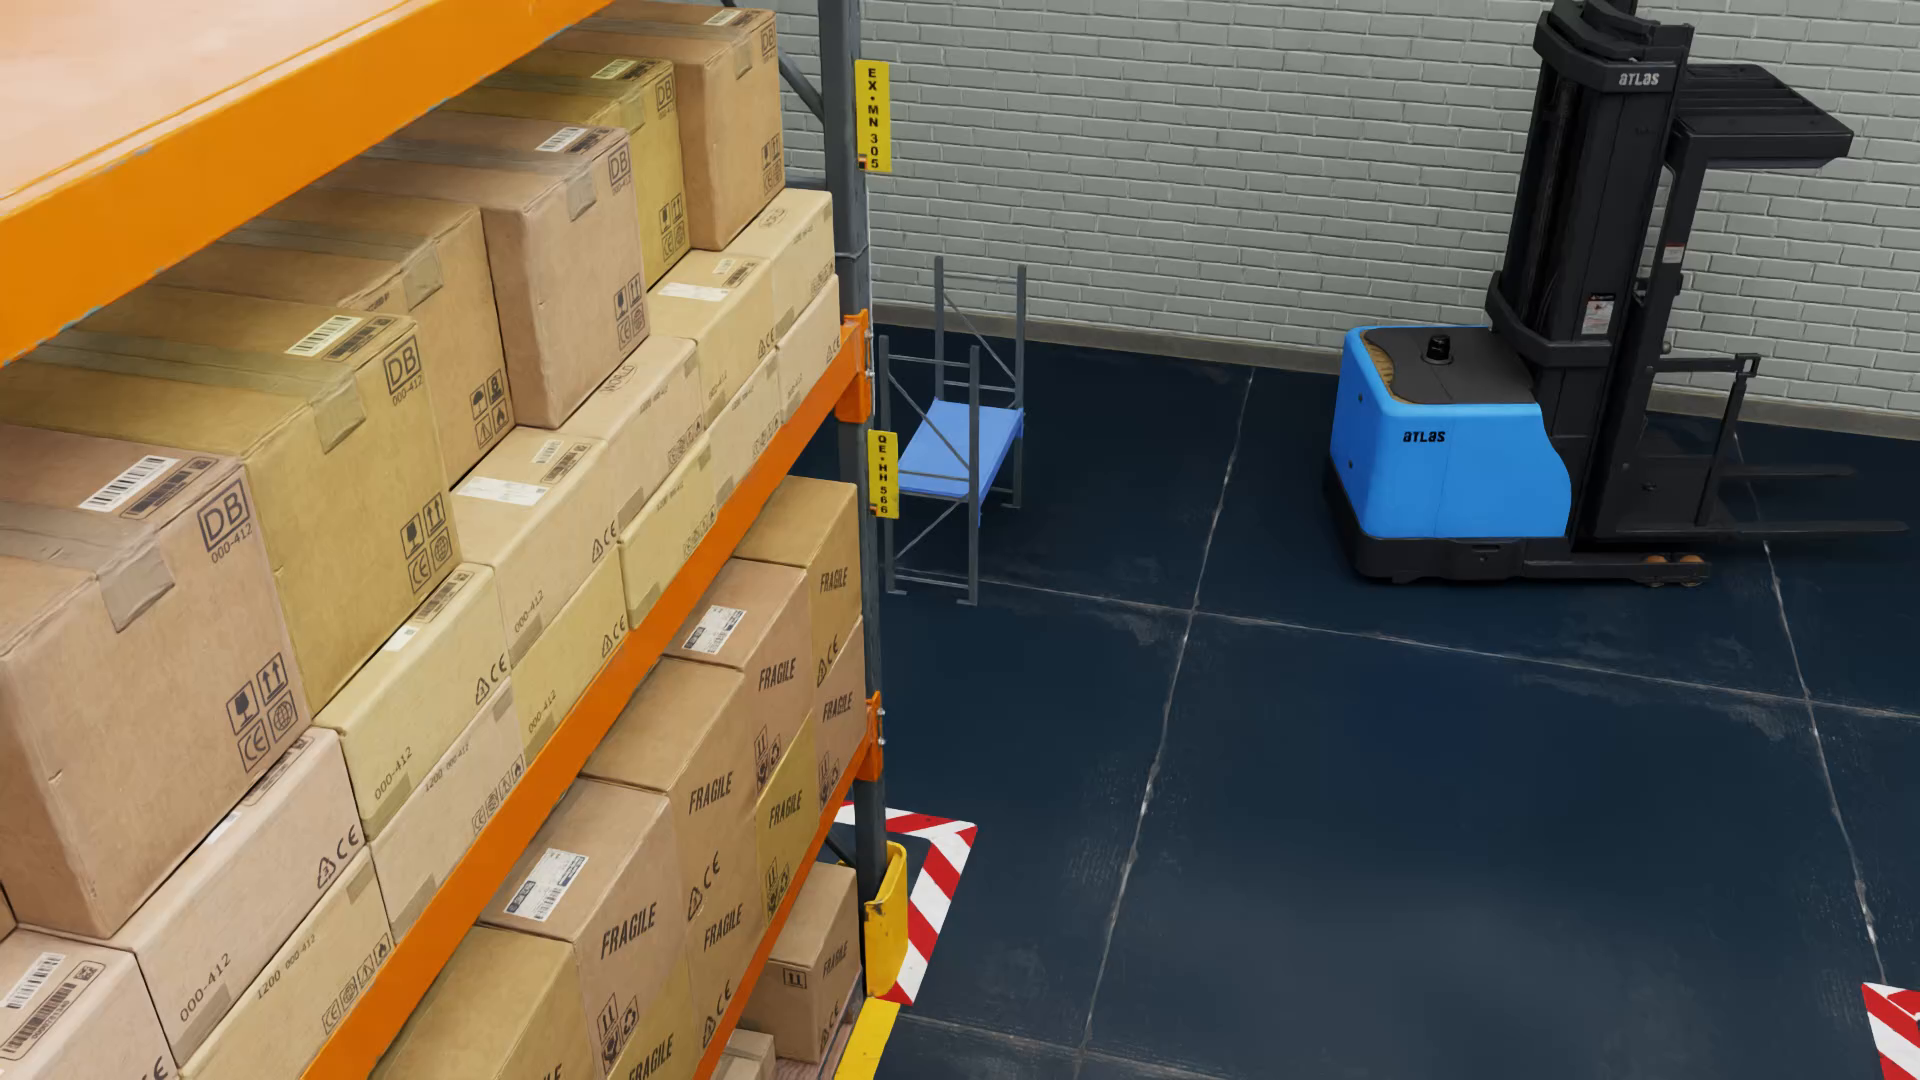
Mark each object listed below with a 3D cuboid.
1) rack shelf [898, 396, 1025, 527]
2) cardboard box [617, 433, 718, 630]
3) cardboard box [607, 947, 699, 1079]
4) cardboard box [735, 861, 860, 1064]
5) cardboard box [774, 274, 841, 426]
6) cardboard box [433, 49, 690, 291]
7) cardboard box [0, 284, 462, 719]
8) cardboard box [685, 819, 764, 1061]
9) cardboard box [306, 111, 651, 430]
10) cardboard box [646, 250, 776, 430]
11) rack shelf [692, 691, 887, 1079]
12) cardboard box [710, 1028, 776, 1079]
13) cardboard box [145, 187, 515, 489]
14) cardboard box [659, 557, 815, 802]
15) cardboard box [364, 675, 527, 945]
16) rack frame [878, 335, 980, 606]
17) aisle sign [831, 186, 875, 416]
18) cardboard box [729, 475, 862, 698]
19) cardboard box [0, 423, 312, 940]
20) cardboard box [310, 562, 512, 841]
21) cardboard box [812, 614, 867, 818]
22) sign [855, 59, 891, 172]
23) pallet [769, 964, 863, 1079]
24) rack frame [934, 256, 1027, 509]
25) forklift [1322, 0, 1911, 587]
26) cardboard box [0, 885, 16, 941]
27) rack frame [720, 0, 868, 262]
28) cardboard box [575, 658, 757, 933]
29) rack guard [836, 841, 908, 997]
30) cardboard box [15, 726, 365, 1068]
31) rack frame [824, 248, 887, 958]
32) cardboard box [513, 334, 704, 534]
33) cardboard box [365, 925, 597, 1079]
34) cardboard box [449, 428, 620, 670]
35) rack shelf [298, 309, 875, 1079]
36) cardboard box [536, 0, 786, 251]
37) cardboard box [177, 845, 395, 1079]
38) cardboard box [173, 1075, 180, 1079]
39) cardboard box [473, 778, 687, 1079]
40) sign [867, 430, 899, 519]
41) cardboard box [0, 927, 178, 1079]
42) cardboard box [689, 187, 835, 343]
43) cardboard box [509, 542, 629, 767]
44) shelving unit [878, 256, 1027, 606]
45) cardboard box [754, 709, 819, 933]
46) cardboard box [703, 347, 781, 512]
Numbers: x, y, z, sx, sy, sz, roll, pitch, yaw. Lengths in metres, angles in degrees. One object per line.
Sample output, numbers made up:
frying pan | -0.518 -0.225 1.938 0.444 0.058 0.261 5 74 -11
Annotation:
rack shelf | -0.022 -0.437 8.944 0.538 0.185 1.000 8 33 12
cardboard box | -0.911 -0.060 3.962 0.500 0.250 0.500 8 33 12
cardboard box | -1.023 1.338 4.326 0.500 0.500 0.500 8 33 12
cardboard box | -0.684 1.506 6.075 0.500 0.500 0.500 8 33 12
cardboard box | -0.659 -0.579 4.778 0.500 0.250 0.500 8 33 12
cardboard box | -1.107 -0.892 4.106 0.700 0.500 0.500 8 33 12
cardboard box | -1.328 -0.091 2.846 0.700 0.500 0.500 8 33 12
cardboard box | -0.894 1.076 4.738 0.500 0.500 0.500 8 33 13
cardboard box | -1.131 -0.618 3.675 0.700 0.500 0.500 8 33 12
cardboard box | -0.794 -0.532 4.238 0.500 0.250 0.500 8 33 12
rack shelf | -1.292 1.663 4.579 1.077 0.370 4.000 8 33 12
cardboard box | -0.874 1.845 5.853 0.380 0.166 0.250 8 33 12
cardboard box | -1.348 -0.371 3.287 0.700 0.500 0.500 8 33 12
cardboard box | -0.758 0.388 4.889 0.500 0.500 0.500 9 34 14
cardboard box | -1.177 0.458 3.148 0.500 0.250 0.500 8 33 12
rack frame | -0.151 -0.325 8.433 0.500 1.500 0.032 8 33 12
aisle sign | -0.470 -0.770 5.311 0.394 0.787 0.004 8 33 12
cardboard box | -0.631 0.125 5.301 0.500 0.500 0.500 8 33 12
cardboard box | -1.449 0.169 2.437 0.700 0.500 0.500 8 33 12
cardboard box | -1.172 0.247 3.013 0.500 0.250 0.500 8 33 12
cardboard box | -0.634 0.548 5.568 0.500 0.500 0.500 9 34 14
sign | -0.252 -1.232 4.841 0.100 0.325 0.005 8 33 12
pallet | -1.005 1.951 6.054 1.003 0.211 1.213 8 33 12
rack frame | 0.107 -0.852 9.263 0.500 1.500 0.032 8 33 12
forklift | 3.630 -1.272 8.588 3.031 2.935 1.130 -1 32 -1
cardboard box | -1.713 0.409 2.059 0.700 0.500 0.500 8 33 12
rack frame | -0.784 -2.211 4.409 1.000 3.000 0.127 8 33 12
cardboard box | -0.885 0.657 4.465 0.500 0.500 0.500 9 34 14
rack guard | -0.803 1.416 6.627 1.175 0.500 0.348 8 33 12
cardboard box | -1.310 0.505 2.607 0.500 0.250 0.500 8 33 12
rack frame | -0.784 0.321 6.019 1.000 3.000 0.127 8 33 12
cardboard box | -0.925 -0.273 3.830 0.500 0.250 0.500 8 33 12
cardboard box | -1.146 1.192 3.624 0.500 0.500 0.500 7 33 11
cardboard box | -1.045 -0.012 3.421 0.500 0.250 0.500 8 33 12
rack shelf | -1.292 0.397 3.774 1.077 0.370 4.000 8 33 12
cardboard box | -0.899 -1.140 4.496 0.700 0.500 0.500 8 33 12
cardboard box | -1.305 0.717 2.740 0.500 0.250 0.500 8 33 12
cardboard box | -1.436 0.976 2.333 0.500 0.250 0.500 8 33 12
cardboard box | -1.016 0.924 4.045 0.500 0.500 0.500 9 34 14
sign | -0.252 -0.215 5.488 0.100 0.325 0.005 8 33 12
cardboard box | -1.435 0.765 2.199 0.500 0.250 0.500 8 33 12
cardboard box | -0.668 -0.791 4.646 0.500 0.250 0.500 8 33 12
cardboard box | -1.054 0.198 3.557 0.500 0.250 0.500 8 33 12
shelving unit | -0.022 -0.589 8.848 0.538 1.500 1.048 8 33 12
cardboard box | -0.763 0.818 5.144 0.500 0.500 0.500 8 33 13
cardboard box | -0.797 -0.321 4.372 0.500 0.250 0.500 8 33 12
